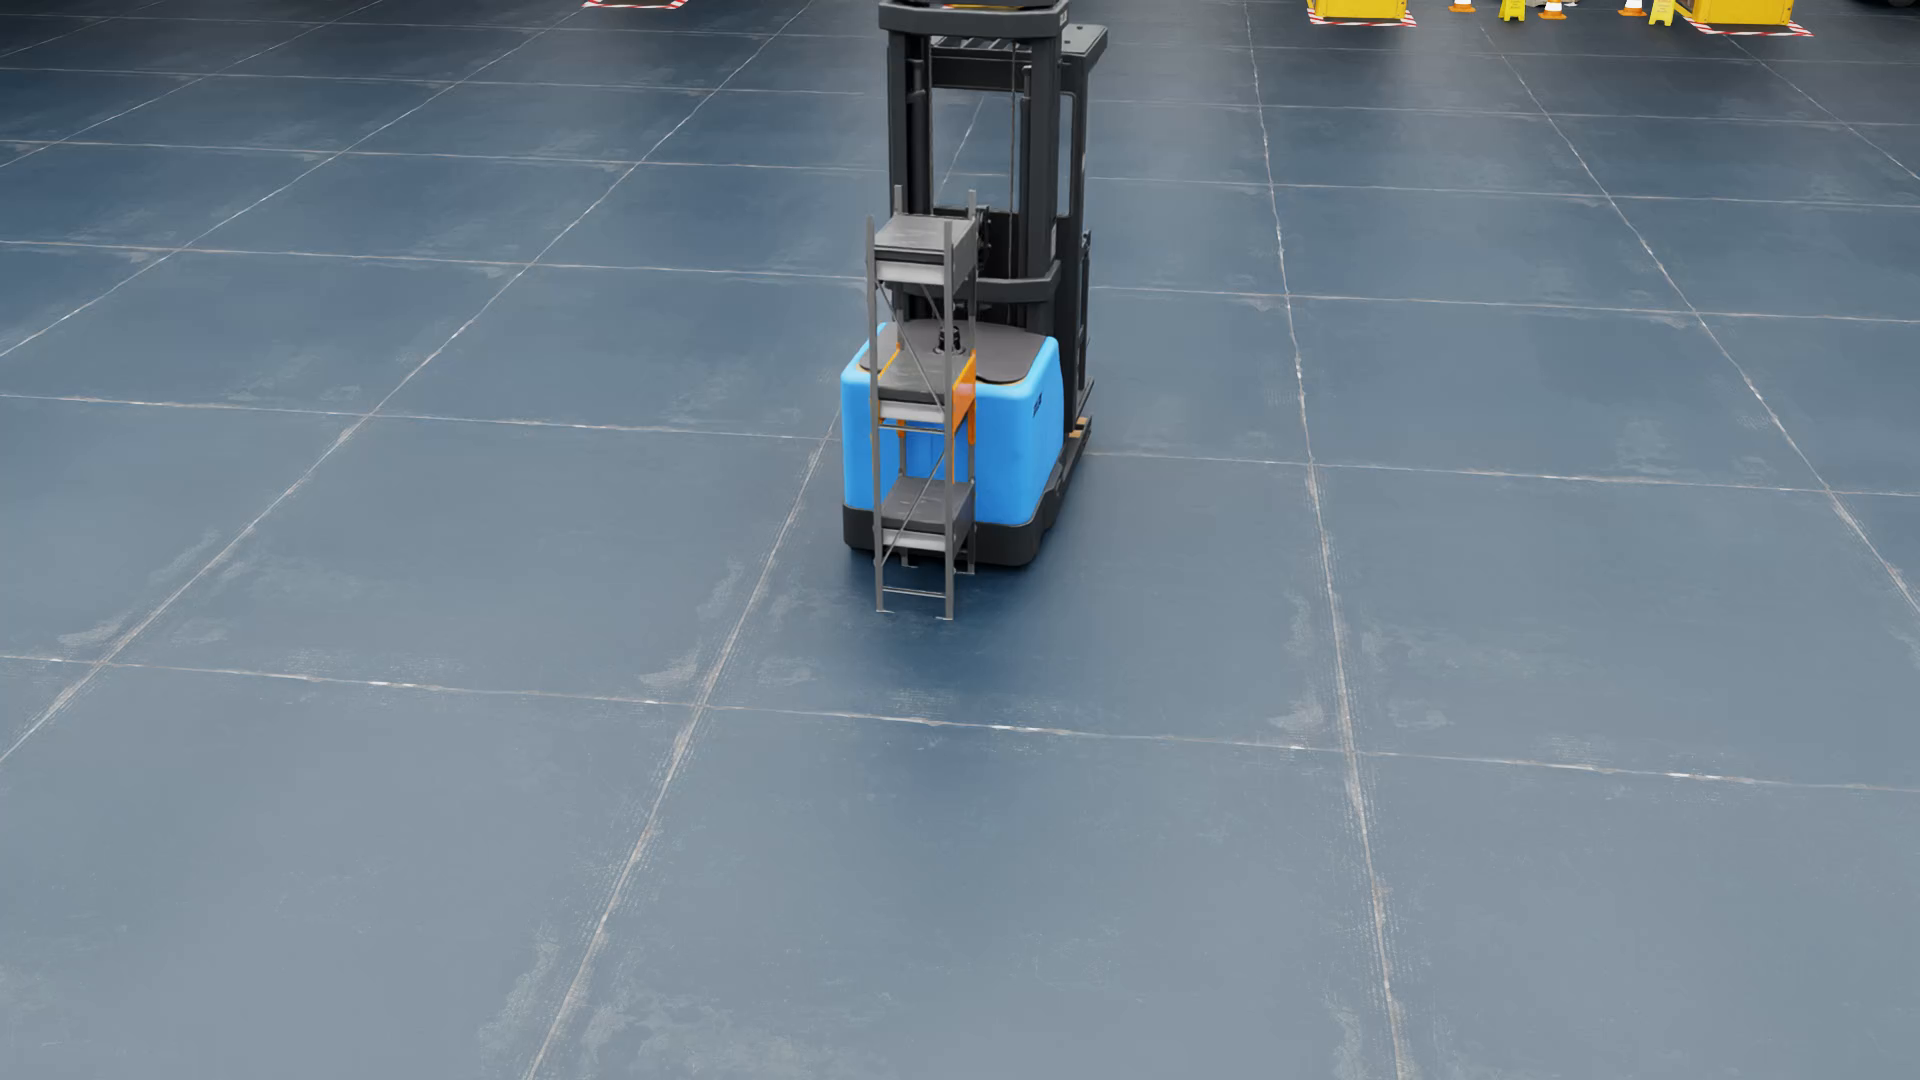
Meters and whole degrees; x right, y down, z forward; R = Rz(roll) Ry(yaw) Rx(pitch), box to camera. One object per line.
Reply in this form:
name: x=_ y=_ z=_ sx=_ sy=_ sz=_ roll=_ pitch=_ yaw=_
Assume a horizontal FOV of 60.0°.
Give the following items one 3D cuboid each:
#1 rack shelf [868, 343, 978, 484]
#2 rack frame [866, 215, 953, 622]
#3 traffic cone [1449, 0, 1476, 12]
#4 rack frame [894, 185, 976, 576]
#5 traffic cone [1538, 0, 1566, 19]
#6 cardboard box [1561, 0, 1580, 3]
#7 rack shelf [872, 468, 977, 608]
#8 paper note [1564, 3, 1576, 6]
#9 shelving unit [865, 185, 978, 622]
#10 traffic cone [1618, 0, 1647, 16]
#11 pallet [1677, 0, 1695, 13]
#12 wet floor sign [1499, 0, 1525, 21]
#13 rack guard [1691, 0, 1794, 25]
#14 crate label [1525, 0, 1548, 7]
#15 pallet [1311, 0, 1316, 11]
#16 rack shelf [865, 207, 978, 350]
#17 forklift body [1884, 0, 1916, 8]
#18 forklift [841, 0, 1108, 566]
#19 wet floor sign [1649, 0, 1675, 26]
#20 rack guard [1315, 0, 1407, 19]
rack shelf: x=-0.176 y=-0.632 z=8.237 sx=0.431 sy=0.518 sz=0.480 roll=6 pitch=29 yaw=12
rack frame: x=-0.233 y=-0.531 z=8.022 sx=0.400 sy=2.100 sz=0.015 roll=6 pitch=29 yaw=12
traffic cone: x=6.840 y=-7.427 z=22.549 sx=0.336 sy=0.463 sz=0.334 roll=3 pitch=28 yaw=6
rack frame: x=-0.120 y=-0.756 z=8.440 sx=0.400 sy=2.100 sz=0.015 roll=6 pitch=29 yaw=12
traffic cone: x=7.920 y=-7.202 z=22.130 sx=0.336 sy=0.463 sz=0.334 roll=3 pitch=28 yaw=6
cardboard box: x=8.446 y=-7.616 z=23.229 sx=0.380 sy=0.149 sz=0.250 roll=20 pitch=34 yaw=32
rack shelf: x=-0.176 y=-0.015 z=8.569 sx=0.431 sy=0.518 sz=0.480 roll=6 pitch=29 yaw=12
paper note: x=8.431 y=-7.390 z=22.936 sx=0.148 sy=0.019 sz=0.142 roll=-6 pitch=29 yaw=-11
shelving unit: x=-0.176 y=-0.644 z=8.231 sx=0.431 sy=2.100 sz=0.503 roll=6 pitch=29 yaw=12
traffic cone: x=9.063 y=-7.297 z=22.307 sx=0.336 sy=0.463 sz=0.334 roll=3 pitch=28 yaw=6
pallet: x=10.435 y=-7.325 z=22.625 sx=1.003 sy=0.211 sz=1.213 roll=3 pitch=28 yaw=6
wet floor sign: x=7.327 y=-7.212 z=21.956 sx=0.267 sy=0.644 sz=0.232 roll=-1 pitch=28 yaw=-3
rack guard: x=10.300 y=-7.072 z=21.850 sx=1.175 sy=0.500 sz=0.348 roll=3 pitch=28 yaw=6
crate label: x=7.954 y=-7.432 z=22.901 sx=0.250 sy=0.136 sz=0.298 roll=-11 pitch=30 yaw=-20
pallet: x=5.386 y=-7.530 z=23.005 sx=1.003 sy=0.211 sz=1.213 roll=3 pitch=28 yaw=6
rack shelf: x=-0.176 y=-1.248 z=7.905 sx=0.431 sy=0.518 sz=0.480 roll=6 pitch=29 yaw=12
forklift body: x=13.639 y=-8.475 z=22.713 sx=2.313 sy=2.155 sz=1.214 roll=3 pitch=28 yaw=6
forklift: x=0.203 y=-1.834 z=9.565 sx=1.130 sy=2.935 sz=3.031 roll=6 pitch=29 yaw=12
wet floor sign: x=9.205 y=-7.073 z=21.699 sx=0.267 sy=0.644 sz=0.232 roll=14 pitch=31 yaw=24
rack guard: x=5.363 y=-7.265 z=22.208 sx=1.175 sy=0.500 sz=0.348 roll=3 pitch=28 yaw=6
